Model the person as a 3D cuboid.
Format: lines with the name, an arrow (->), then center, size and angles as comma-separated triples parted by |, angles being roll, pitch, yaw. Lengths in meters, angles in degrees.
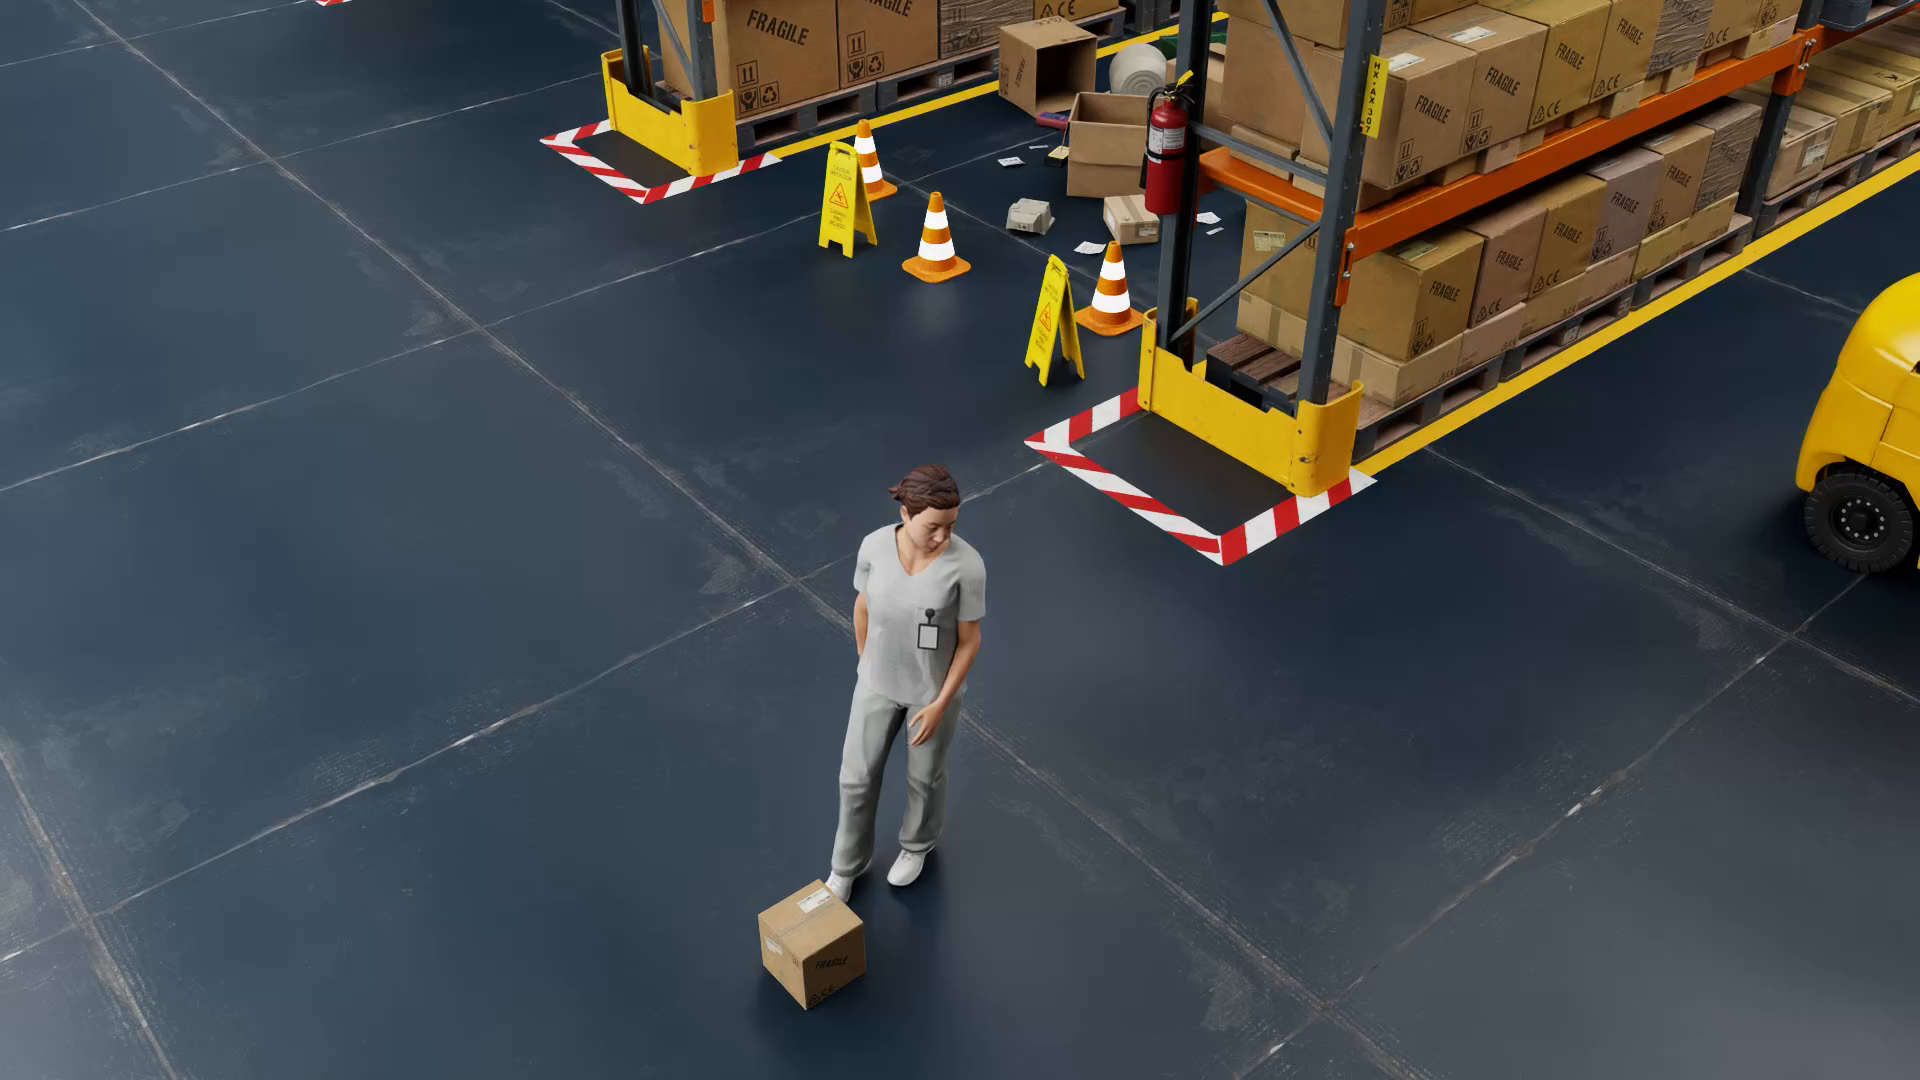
person -> -0.194, 0.524, 5.429 | 0.522, 1.694, 0.530 | 9, 37, 12
